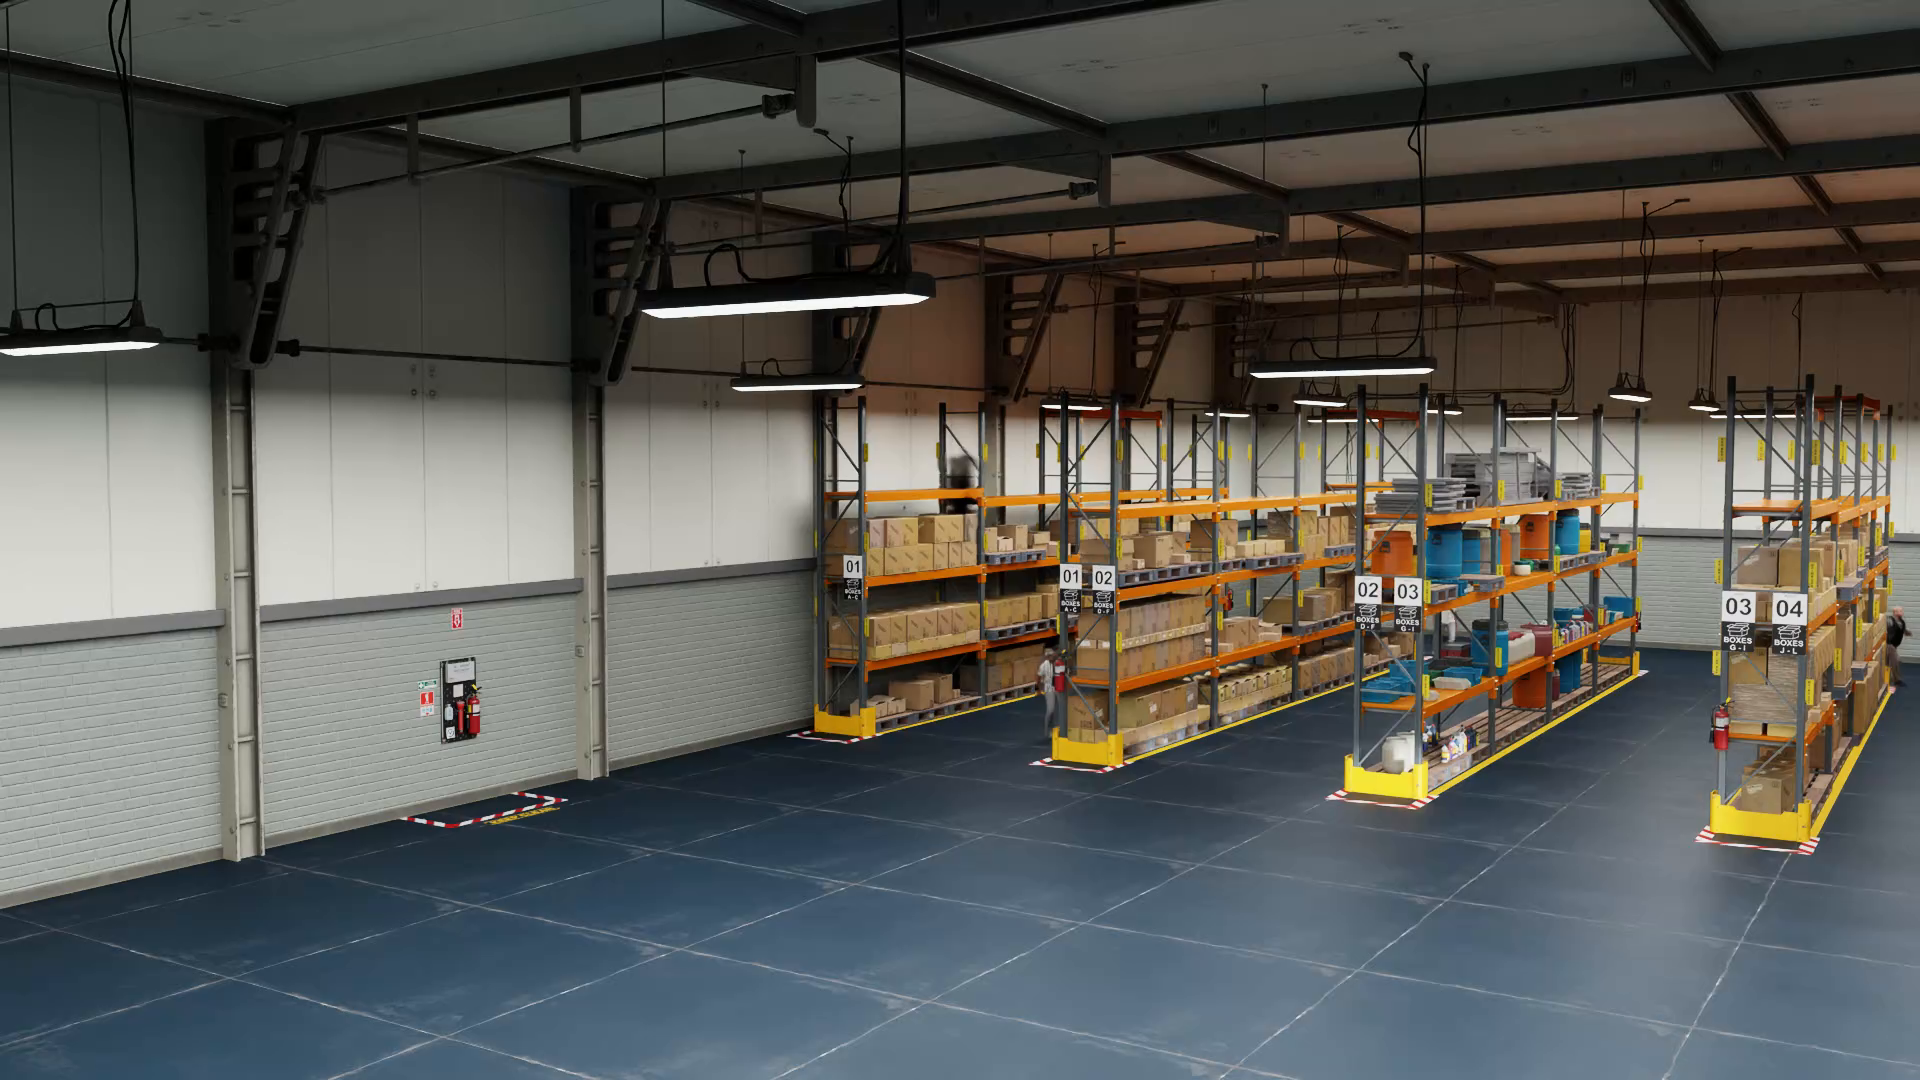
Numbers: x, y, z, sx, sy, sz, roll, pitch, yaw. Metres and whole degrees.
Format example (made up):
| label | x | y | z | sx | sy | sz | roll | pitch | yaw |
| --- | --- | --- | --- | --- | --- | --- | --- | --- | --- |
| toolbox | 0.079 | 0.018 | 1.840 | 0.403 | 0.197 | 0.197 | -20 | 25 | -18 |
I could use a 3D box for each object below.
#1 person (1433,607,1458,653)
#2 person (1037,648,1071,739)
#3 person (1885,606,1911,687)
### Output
| label | x | y | z | sx | sy | sz | roll | pitch | yaw |
| --- | --- | --- | --- | --- | --- | --- | --- | --- | --- |
| person | 11.875 | 2.003 | 40.608 | 0.613 | 1.722 | 0.985 | 0 | 3 | 4 |
| person | 1.688 | 2.691 | 29.252 | 0.615 | 1.636 | 0.750 | 0 | 3 | -9 |
| person | 19.957 | 2.249 | 35.685 | 0.673 | 1.685 | 0.987 | -2 | 3 | -30 |
